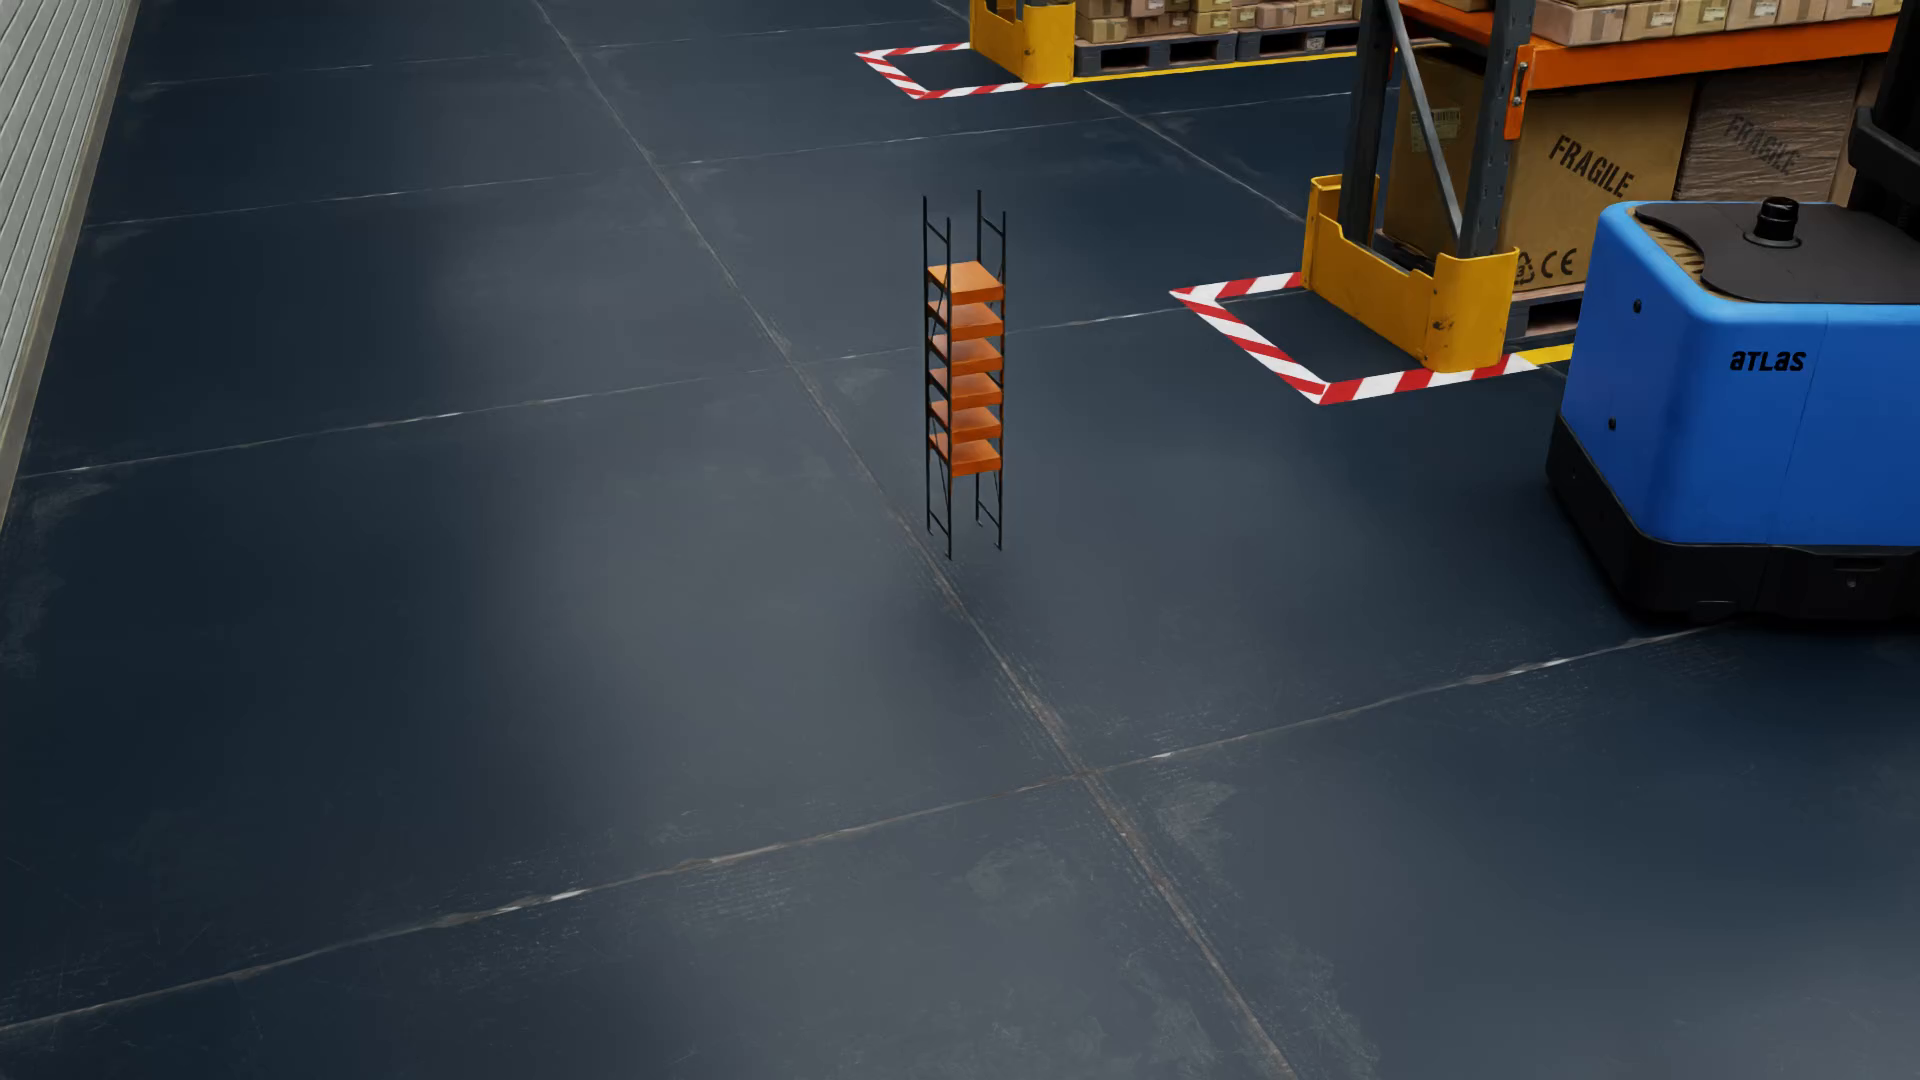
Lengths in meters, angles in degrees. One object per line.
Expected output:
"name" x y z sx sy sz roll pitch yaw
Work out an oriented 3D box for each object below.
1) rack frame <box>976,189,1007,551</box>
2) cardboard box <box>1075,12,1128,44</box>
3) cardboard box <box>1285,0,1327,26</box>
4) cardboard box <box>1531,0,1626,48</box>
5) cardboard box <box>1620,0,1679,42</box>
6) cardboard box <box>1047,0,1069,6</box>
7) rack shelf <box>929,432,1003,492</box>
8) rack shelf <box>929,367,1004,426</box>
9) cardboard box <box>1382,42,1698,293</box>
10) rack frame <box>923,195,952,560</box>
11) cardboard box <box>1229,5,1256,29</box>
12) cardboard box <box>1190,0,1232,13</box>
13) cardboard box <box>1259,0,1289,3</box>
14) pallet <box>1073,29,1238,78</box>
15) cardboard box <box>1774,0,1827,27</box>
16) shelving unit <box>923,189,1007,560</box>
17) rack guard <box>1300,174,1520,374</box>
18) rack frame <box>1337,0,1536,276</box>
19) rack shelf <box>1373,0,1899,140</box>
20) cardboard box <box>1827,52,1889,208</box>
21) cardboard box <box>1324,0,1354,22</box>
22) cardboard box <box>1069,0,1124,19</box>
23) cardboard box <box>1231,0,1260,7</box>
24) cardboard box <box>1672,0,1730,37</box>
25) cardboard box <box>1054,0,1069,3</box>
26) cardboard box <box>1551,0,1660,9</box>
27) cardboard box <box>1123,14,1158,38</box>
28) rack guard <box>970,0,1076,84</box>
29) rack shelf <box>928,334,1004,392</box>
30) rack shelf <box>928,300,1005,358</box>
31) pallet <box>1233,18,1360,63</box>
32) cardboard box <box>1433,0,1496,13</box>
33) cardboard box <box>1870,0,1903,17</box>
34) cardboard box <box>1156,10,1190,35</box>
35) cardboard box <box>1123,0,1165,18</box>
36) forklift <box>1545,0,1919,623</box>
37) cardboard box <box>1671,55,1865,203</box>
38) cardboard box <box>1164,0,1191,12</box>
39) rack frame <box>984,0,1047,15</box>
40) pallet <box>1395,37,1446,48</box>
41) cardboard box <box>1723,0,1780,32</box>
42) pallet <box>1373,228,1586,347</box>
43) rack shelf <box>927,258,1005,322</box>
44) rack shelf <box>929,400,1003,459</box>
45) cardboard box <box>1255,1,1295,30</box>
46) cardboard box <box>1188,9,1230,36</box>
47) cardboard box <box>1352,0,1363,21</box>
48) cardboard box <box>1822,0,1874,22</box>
"rack frame" 0.099 -0.540 5.485 0.006 1.200 0.240 -10 31 -18
"cardboard box" 0.948 -3.502 11.322 0.250 0.149 0.380 -10 31 -17
"cardboard box" 2.393 -3.775 11.801 0.250 0.149 0.380 -10 31 -18
"cardboard box" 2.428 -2.096 6.653 0.250 0.149 0.380 -10 31 -17
"cardboard box" 2.668 -2.141 6.732 0.250 0.149 0.380 -11 31 -18
"cardboard box" 0.766 -3.747 11.753 0.250 0.149 0.380 -10 31 -17
"rack shelf" 0.014 -0.277 5.598 0.180 0.103 0.258 -10 31 -18
"rack shelf" 0.014 -0.485 5.479 0.180 0.103 0.258 -10 31 -18
"cardboard box" 2.552 -1.704 7.433 0.875 0.875 0.875 -10 31 -18
"rack frame" -0.072 -0.508 5.430 0.006 1.200 0.240 -10 31 -18
"cardboard box" 1.879 -3.712 11.692 0.250 0.149 0.380 -10 31 -18
"cardboard box" 1.679 -3.759 11.472 0.250 0.149 0.380 -9 31 -16
"cardboard box" 2.134 -3.915 11.746 0.250 0.149 0.380 -9 31 -15
"pallet" 1.190 -3.541 11.753 1.213 0.211 1.003 -10 31 -18
"cardboard box" 3.390 -2.275 6.966 0.250 0.149 0.380 -11 31 -19
"shelving unit" 0.014 -0.524 5.457 0.189 1.200 0.258 -10 31 -18
"rack guard" 1.957 -1.207 7.364 0.348 0.500 1.175 -10 31 -18
"rack frame" 1.980 -2.297 6.752 0.127 3.000 1.000 -10 31 -18
"rack shelf" 3.854 -2.330 7.536 4.000 0.370 1.077 -10 31 -18
"cardboard box" 4.239 -2.015 7.979 0.875 0.875 0.875 -10 31 -18
"cardboard box" 2.607 -3.832 11.901 0.250 0.149 0.380 -10 31 -17
"cardboard box" 0.926 -3.660 11.300 0.250 0.149 0.380 -9 31 -16
"cardboard box" 1.894 -3.849 11.630 0.250 0.149 0.380 -12 32 -20
"cardboard box" 2.908 -2.186 6.810 0.250 0.149 0.380 -11 32 -19
"cardboard box" 0.740 -3.912 11.742 0.250 0.149 0.380 -11 32 -19
"cardboard box" 2.524 -2.319 6.641 0.500 0.250 0.500 -11 32 -19
"cardboard box" 1.165 -3.585 11.468 0.250 0.149 0.380 -11 31 -18
"rack guard" 0.416 -3.543 11.464 0.348 0.500 1.175 -10 31 -18
"rack shelf" 0.014 -0.589 5.420 0.180 0.103 0.258 -10 31 -18
"rack shelf" 0.014 -0.694 5.361 0.180 0.103 0.258 -10 31 -18
"pallet" 2.332 -3.750 12.119 1.213 0.211 1.003 -10 31 -18
"cardboard box" 2.199 -2.402 7.190 0.250 0.149 0.380 -10 31 -17
"cardboard box" 3.869 -2.362 7.120 0.250 0.149 0.380 -11 32 -19
"cardboard box" 1.395 -3.631 11.549 0.250 0.149 0.380 -10 31 -17
"cardboard box" 1.202 -3.681 11.337 0.250 0.149 0.380 -11 31 -18
"forklift" 3.629 -1.228 4.945 3.031 2.935 1.130 1 30 1
"cardboard box" 3.405 -1.861 7.709 0.875 0.875 0.875 -10 31 -18
"cardboard box" 1.401 -3.765 11.483 0.250 0.149 0.380 -10 31 -17
"rack frame" 0.345 -4.616 10.822 0.127 3.000 1.000 -10 31 -18
"pallet" 3.477 -3.962 12.492 1.213 0.211 1.003 -10 31 -18
"cardboard box" 3.152 -2.231 6.890 0.250 0.149 0.380 -11 31 -18
"pallet" 2.702 -1.260 7.748 1.213 0.211 1.003 -10 31 -18
"rack shelf" 0.014 -0.798 5.301 0.180 0.103 0.258 -10 31 -18
"rack shelf" 0.014 -0.381 5.539 0.180 0.103 0.258 -10 31 -18
"cardboard box" 2.142 -3.715 11.696 0.250 0.149 0.380 -12 32 -20
"cardboard box" 1.673 -3.624 11.537 0.250 0.149 0.380 -10 31 -17
"cardboard box" 2.875 -3.846 11.926 0.250 0.149 0.380 -11 31 -18
"cardboard box" 3.632 -2.319 7.045 0.250 0.149 0.380 -11 31 -18
